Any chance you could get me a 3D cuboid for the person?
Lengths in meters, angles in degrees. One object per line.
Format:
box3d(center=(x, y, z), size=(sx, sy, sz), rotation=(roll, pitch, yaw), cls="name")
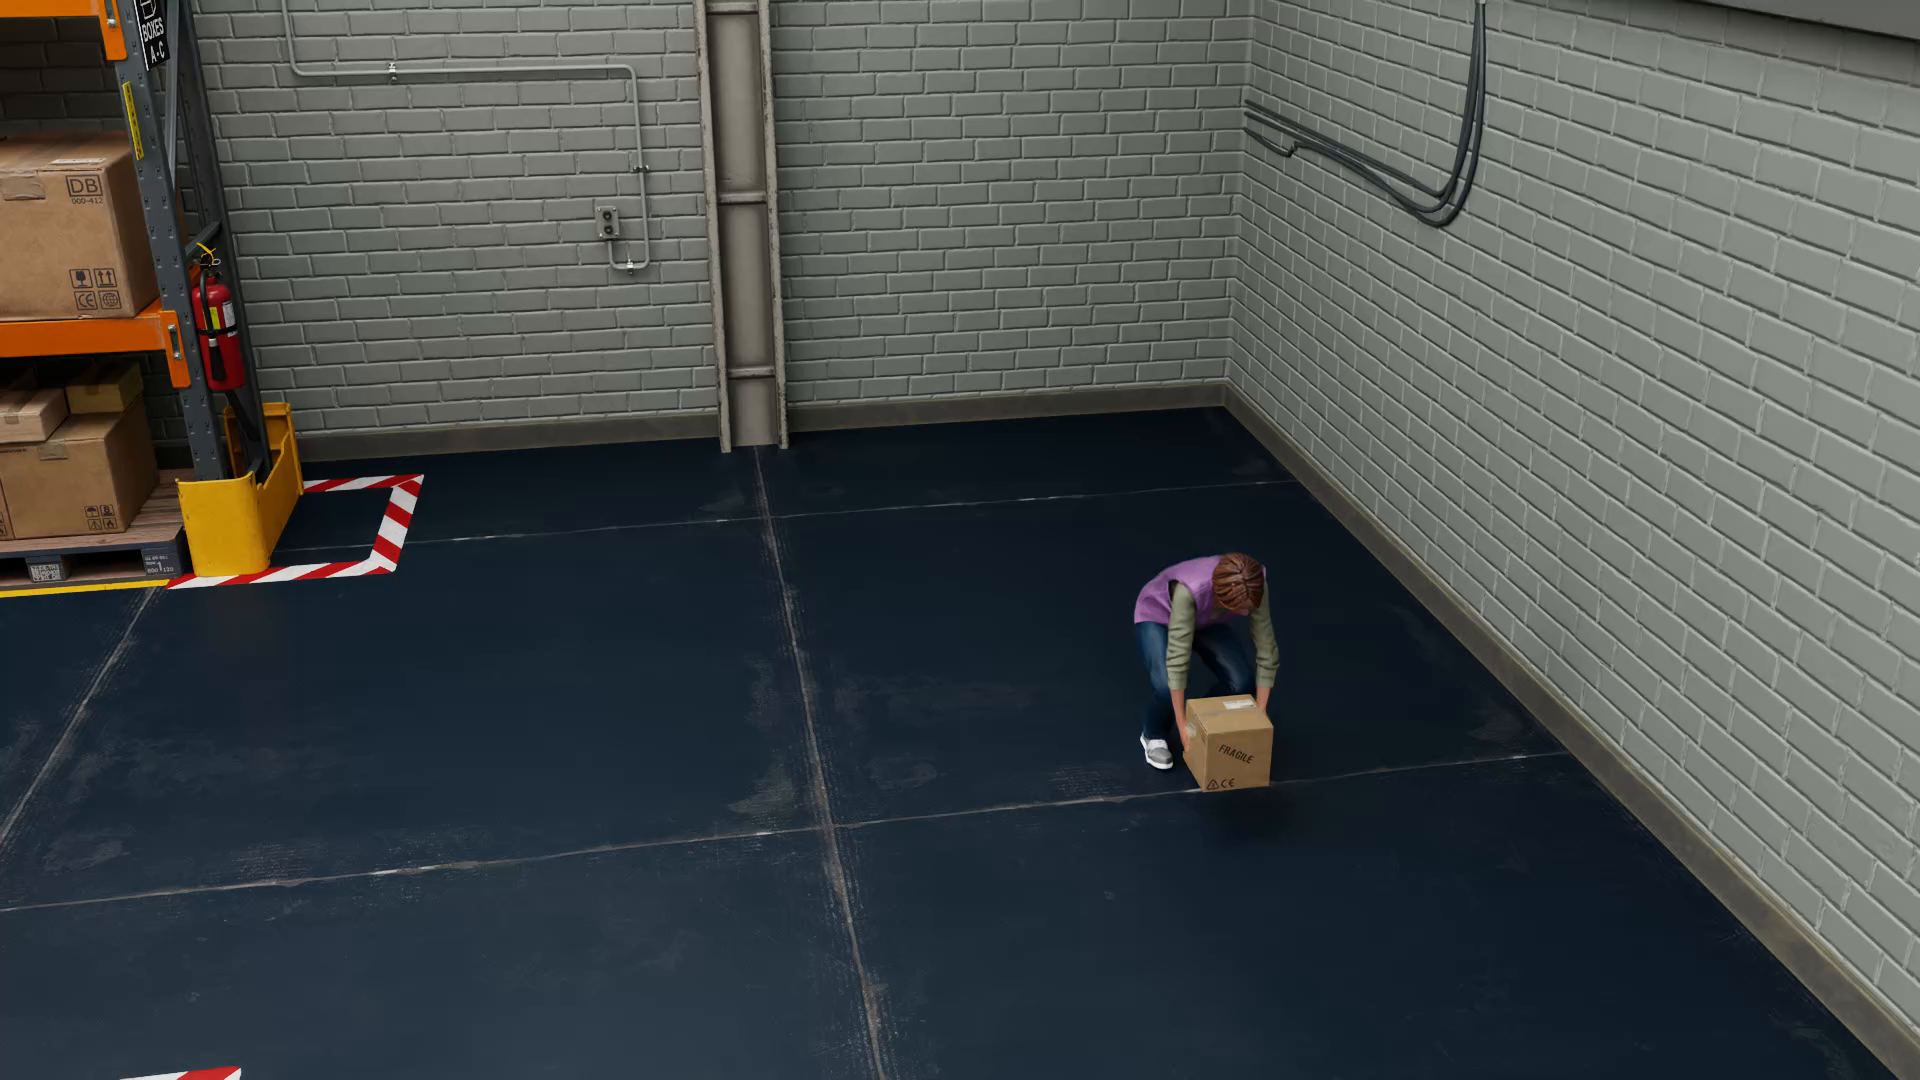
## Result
box3d(center=(0.934, 0.424, 6.388), size=(0.455, 1.002, 0.762), rotation=(-4, 24, -10), cls="person")
